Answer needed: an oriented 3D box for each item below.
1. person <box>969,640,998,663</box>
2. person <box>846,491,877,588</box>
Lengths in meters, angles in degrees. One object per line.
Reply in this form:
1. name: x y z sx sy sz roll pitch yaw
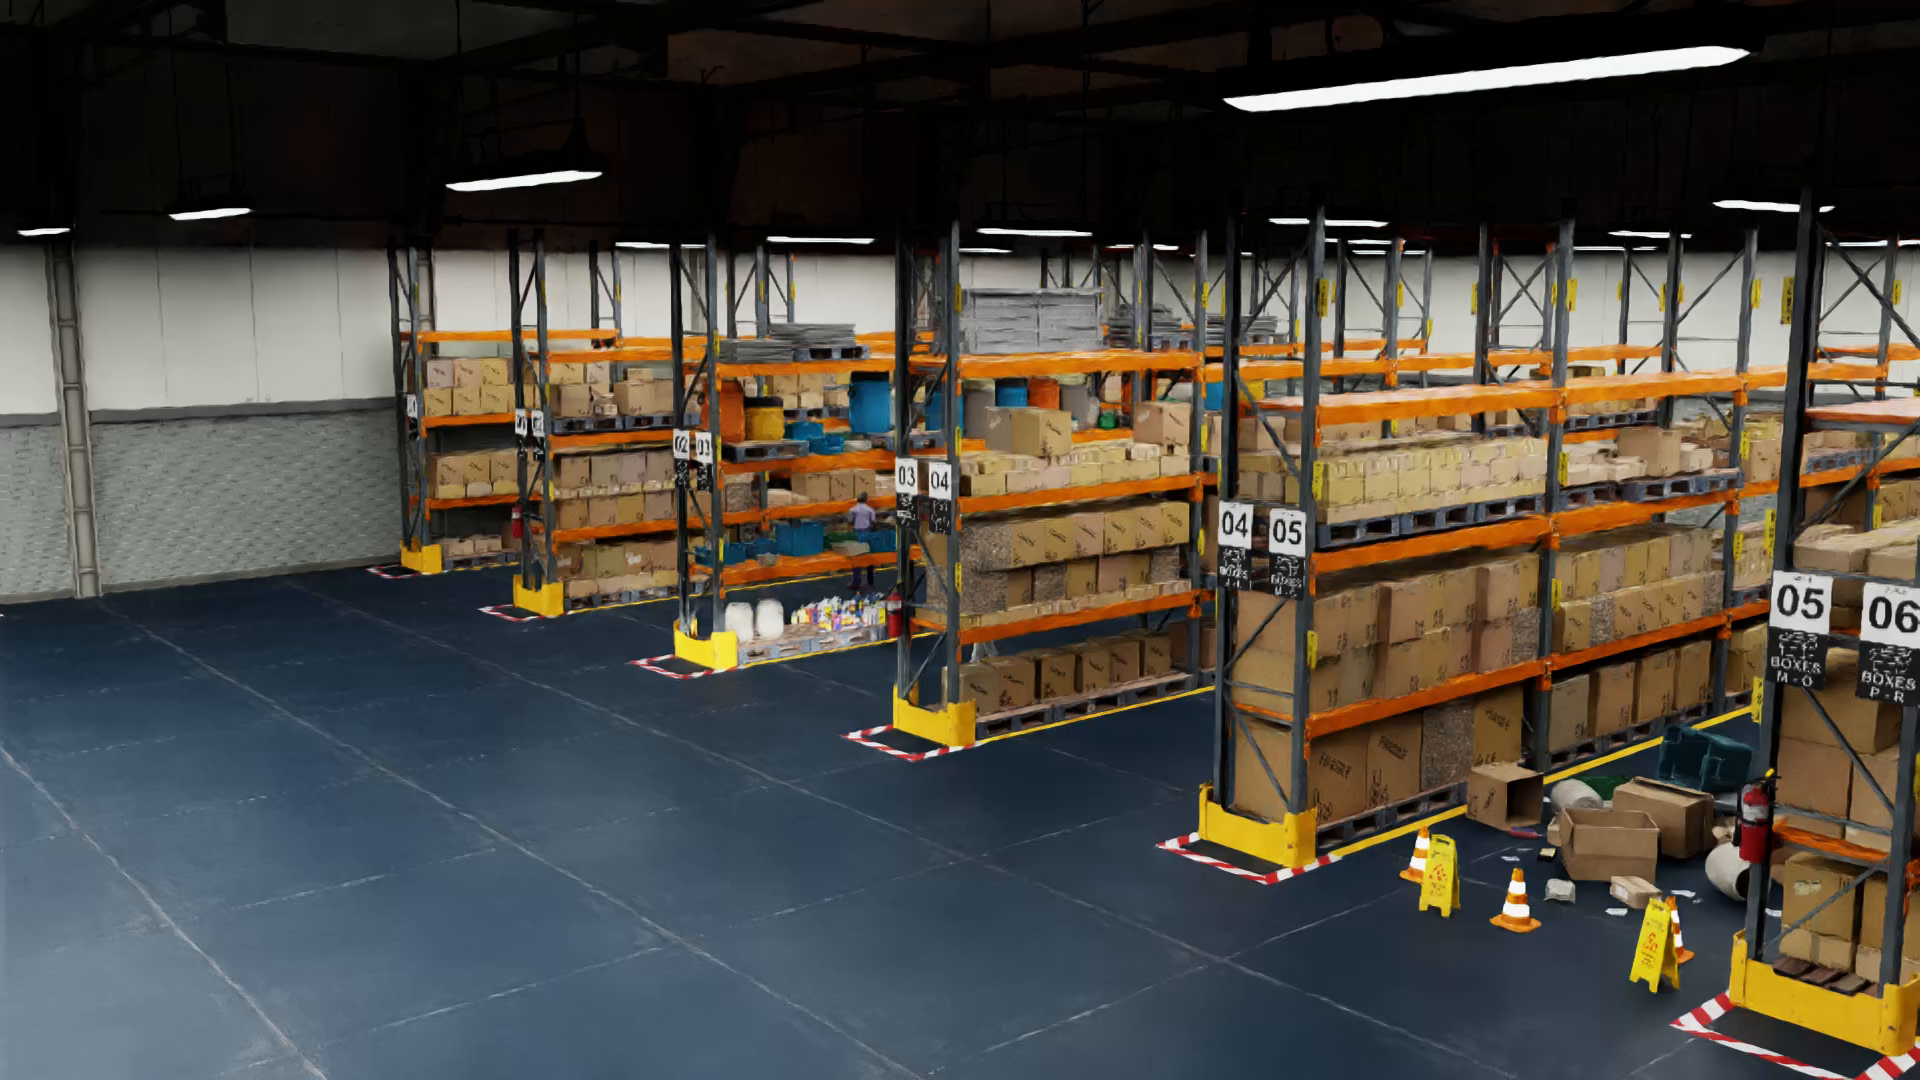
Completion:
1. person: 0.240 0.947 22.322 0.491 1.598 1.000 8 12 41
2. person: -1.661 -0.019 28.442 0.598 1.644 0.556 -1 9 -8
